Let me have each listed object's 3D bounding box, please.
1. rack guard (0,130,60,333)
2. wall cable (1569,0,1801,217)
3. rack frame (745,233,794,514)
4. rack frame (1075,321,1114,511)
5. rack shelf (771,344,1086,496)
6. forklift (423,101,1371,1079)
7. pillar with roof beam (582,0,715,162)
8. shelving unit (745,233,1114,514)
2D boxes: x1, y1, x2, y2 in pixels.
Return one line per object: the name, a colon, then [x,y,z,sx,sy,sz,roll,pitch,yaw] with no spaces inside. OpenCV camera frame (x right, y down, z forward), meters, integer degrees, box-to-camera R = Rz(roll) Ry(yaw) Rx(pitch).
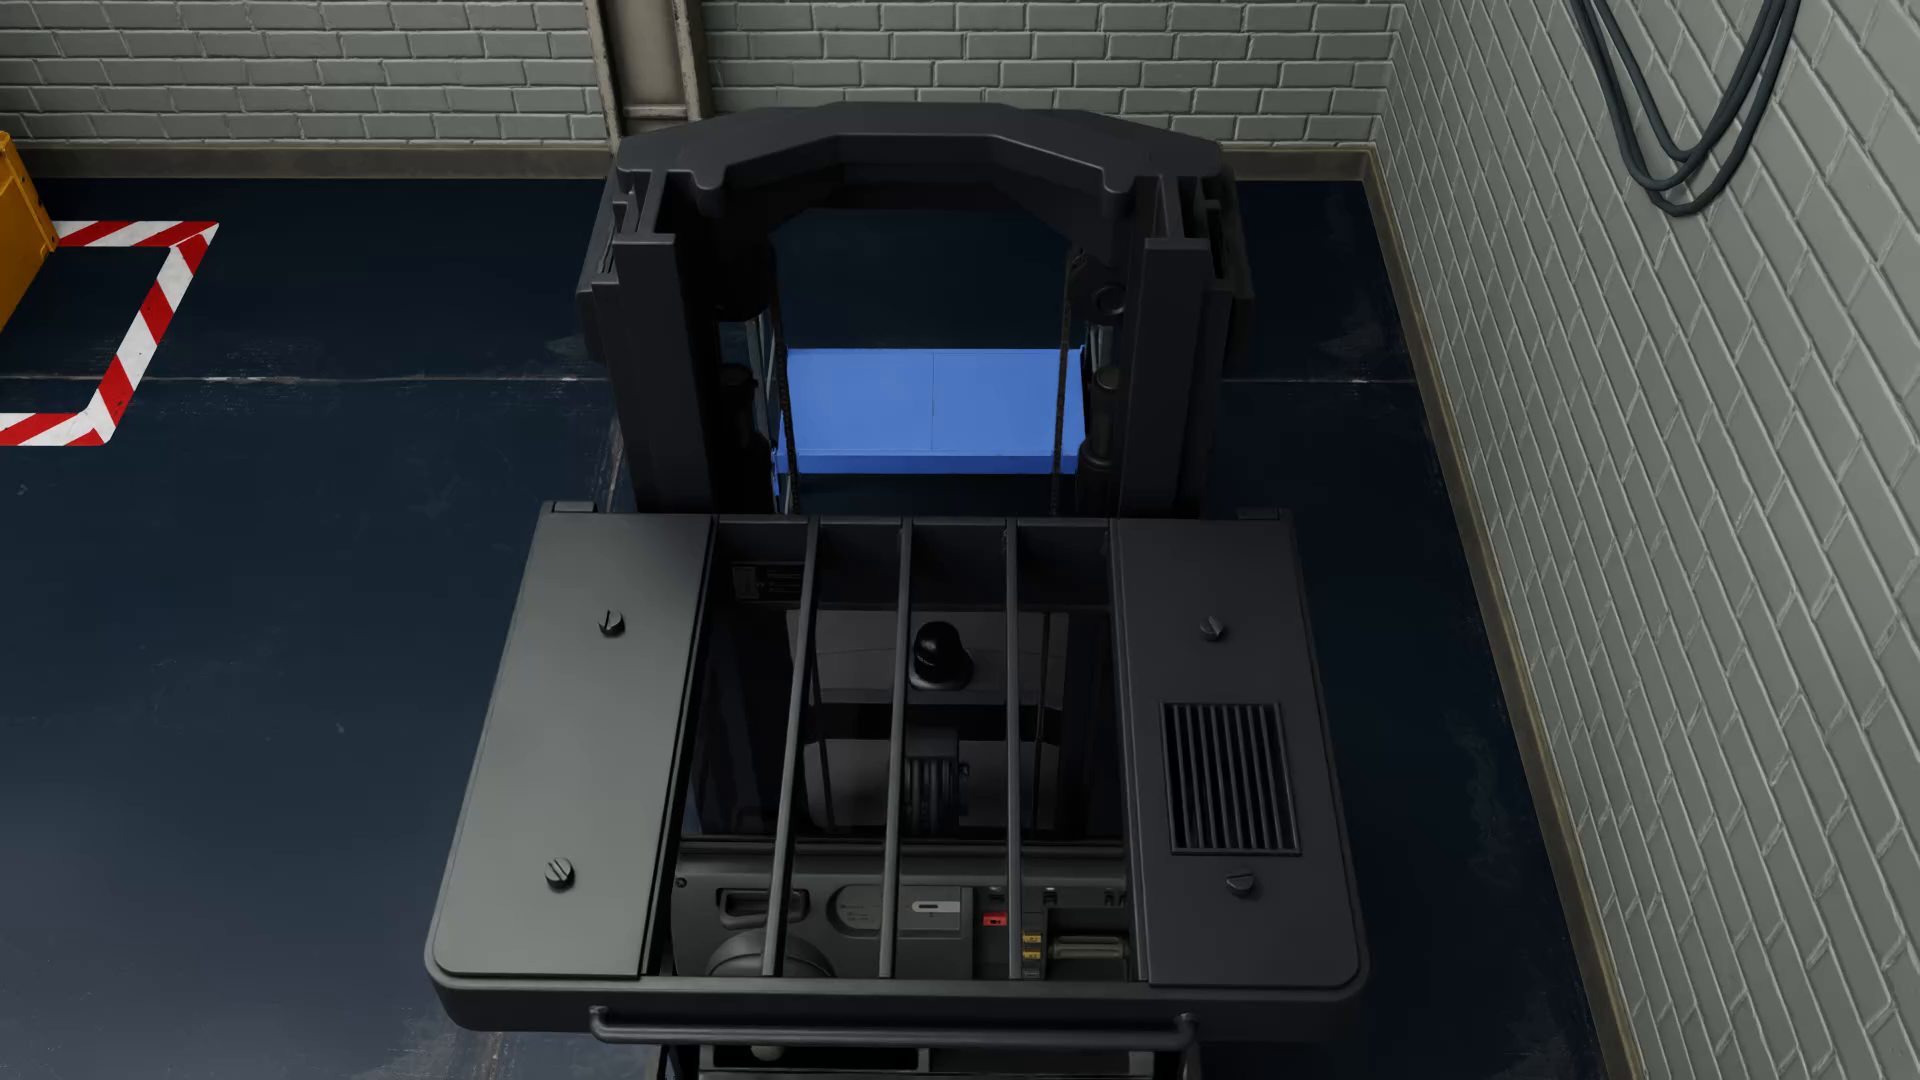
rack guard: [-3.911,-1.022,6.359,0.348,0.500,1.175,0,47,0]
wall cable: [1.720,-2.582,4.127,0.112,2.526,3.097,0,47,0]
rack frame: [-0.594,-0.513,5.203,0.032,1.500,0.500,0,47,0]
rack frame: [0.423,-0.510,5.200,0.032,1.500,0.500,0,47,0]
rack shelf: [-0.085,-0.389,5.333,1.000,0.185,0.538,0,47,0]
forklift: [-0.068,0.872,2.936,1.130,2.935,3.031,1,47,1]
pillar with roof beam: [-1.247,-1.392,0.898,0.400,9.000,9.100,0,47,0]
shelving unit: [-0.085,-0.511,5.201,1.048,1.500,0.538,0,47,0]
